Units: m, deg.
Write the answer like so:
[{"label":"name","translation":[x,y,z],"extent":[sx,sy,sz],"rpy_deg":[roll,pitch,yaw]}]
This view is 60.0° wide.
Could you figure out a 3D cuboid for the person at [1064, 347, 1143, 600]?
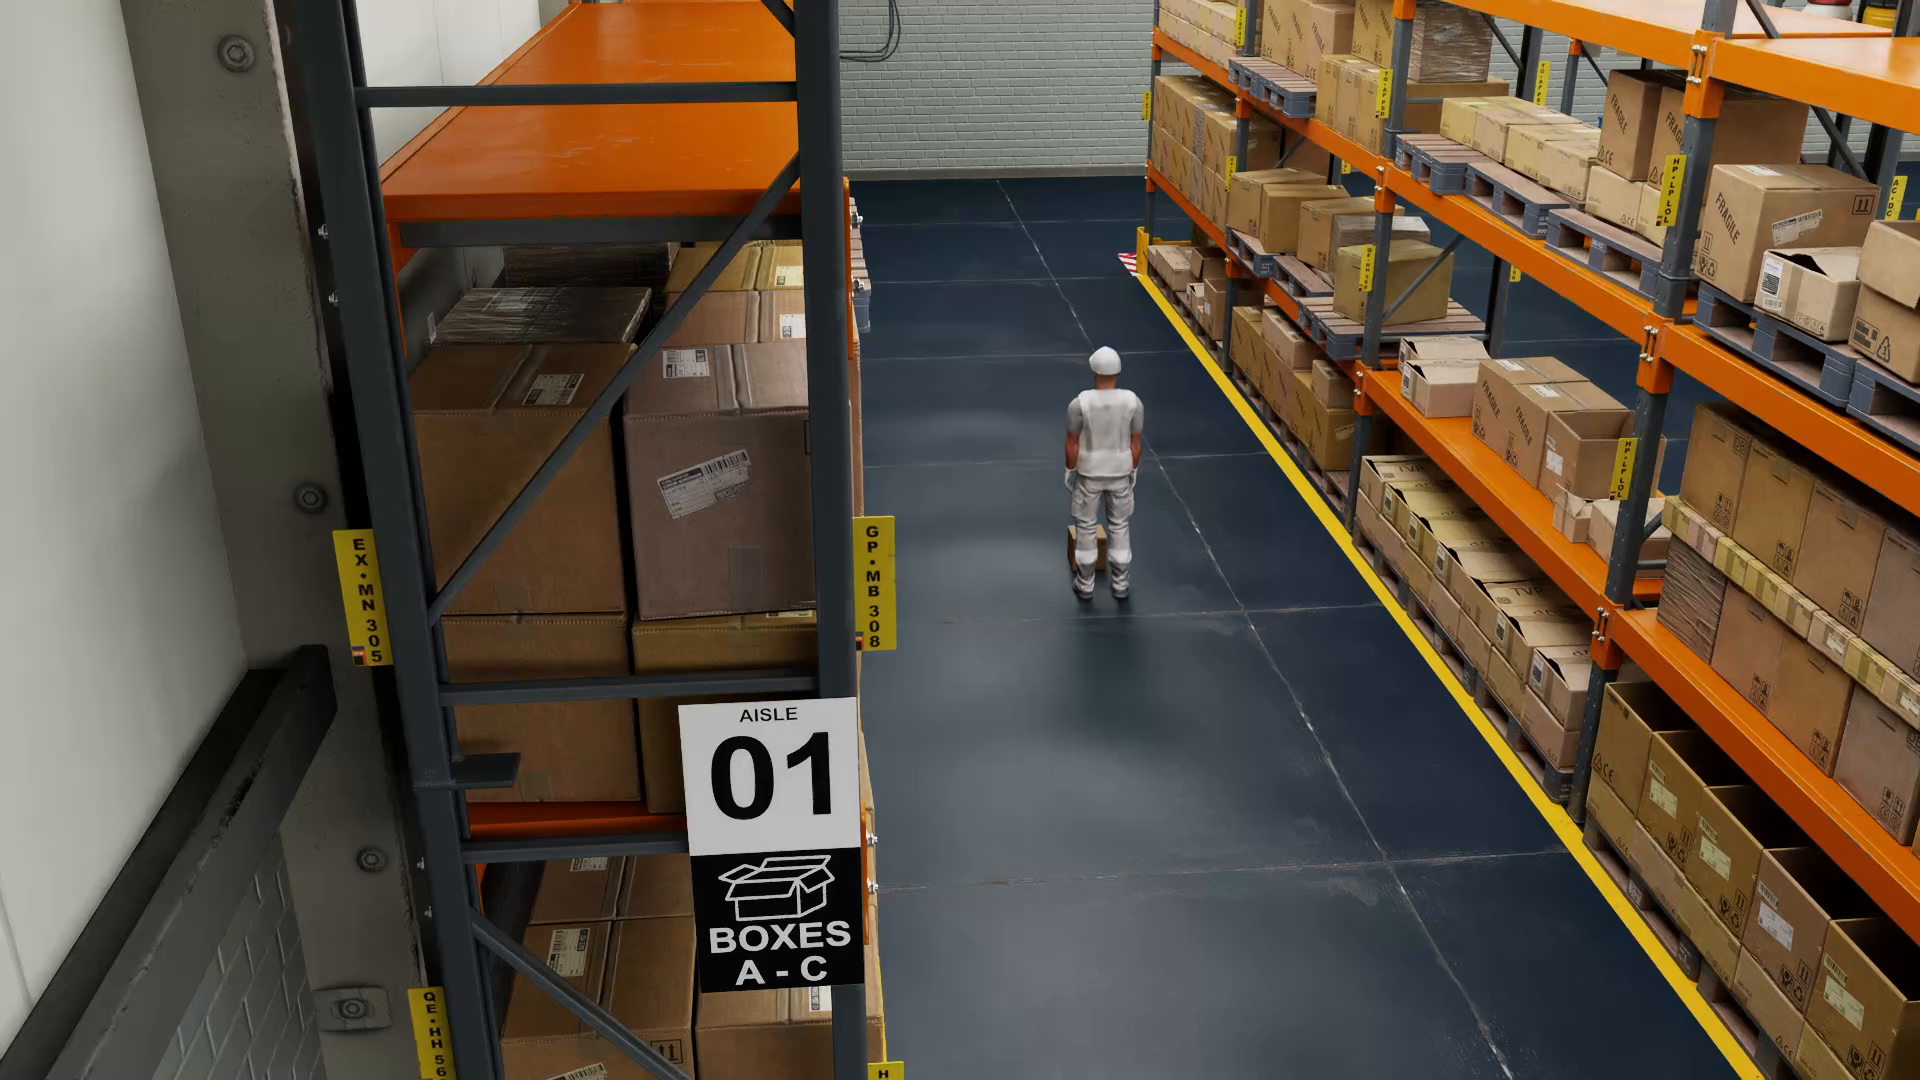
[{"label":"person","translation":[0.968,-0.454,11.346],"extent":[0.524,1.785,0.335],"rpy_deg":[-2,24,-4]}]
